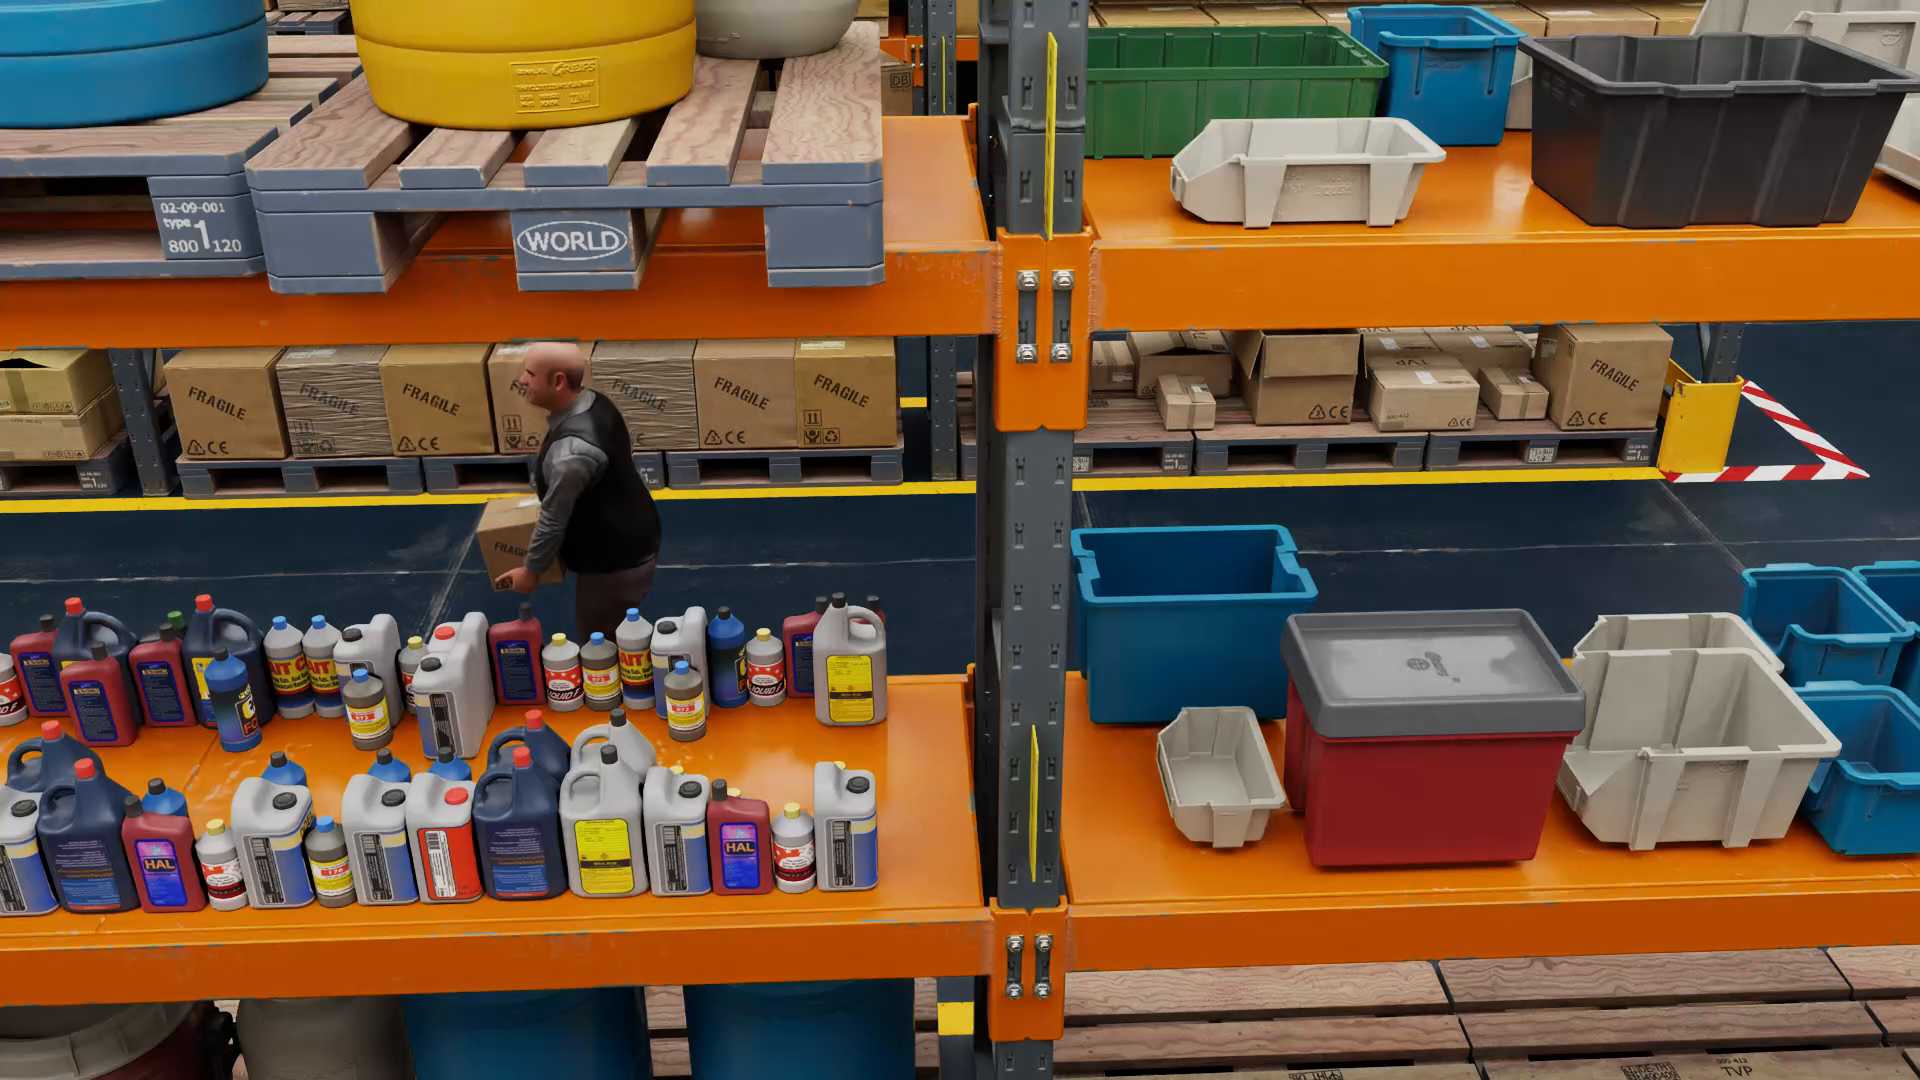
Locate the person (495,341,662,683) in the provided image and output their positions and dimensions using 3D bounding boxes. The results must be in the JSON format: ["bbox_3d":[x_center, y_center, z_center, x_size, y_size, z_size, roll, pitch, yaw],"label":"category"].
[{"bbox_3d":[-1.367,0.120,6.032,0.577,1.620,0.487,-2,27,-4],"label":"person"}]
